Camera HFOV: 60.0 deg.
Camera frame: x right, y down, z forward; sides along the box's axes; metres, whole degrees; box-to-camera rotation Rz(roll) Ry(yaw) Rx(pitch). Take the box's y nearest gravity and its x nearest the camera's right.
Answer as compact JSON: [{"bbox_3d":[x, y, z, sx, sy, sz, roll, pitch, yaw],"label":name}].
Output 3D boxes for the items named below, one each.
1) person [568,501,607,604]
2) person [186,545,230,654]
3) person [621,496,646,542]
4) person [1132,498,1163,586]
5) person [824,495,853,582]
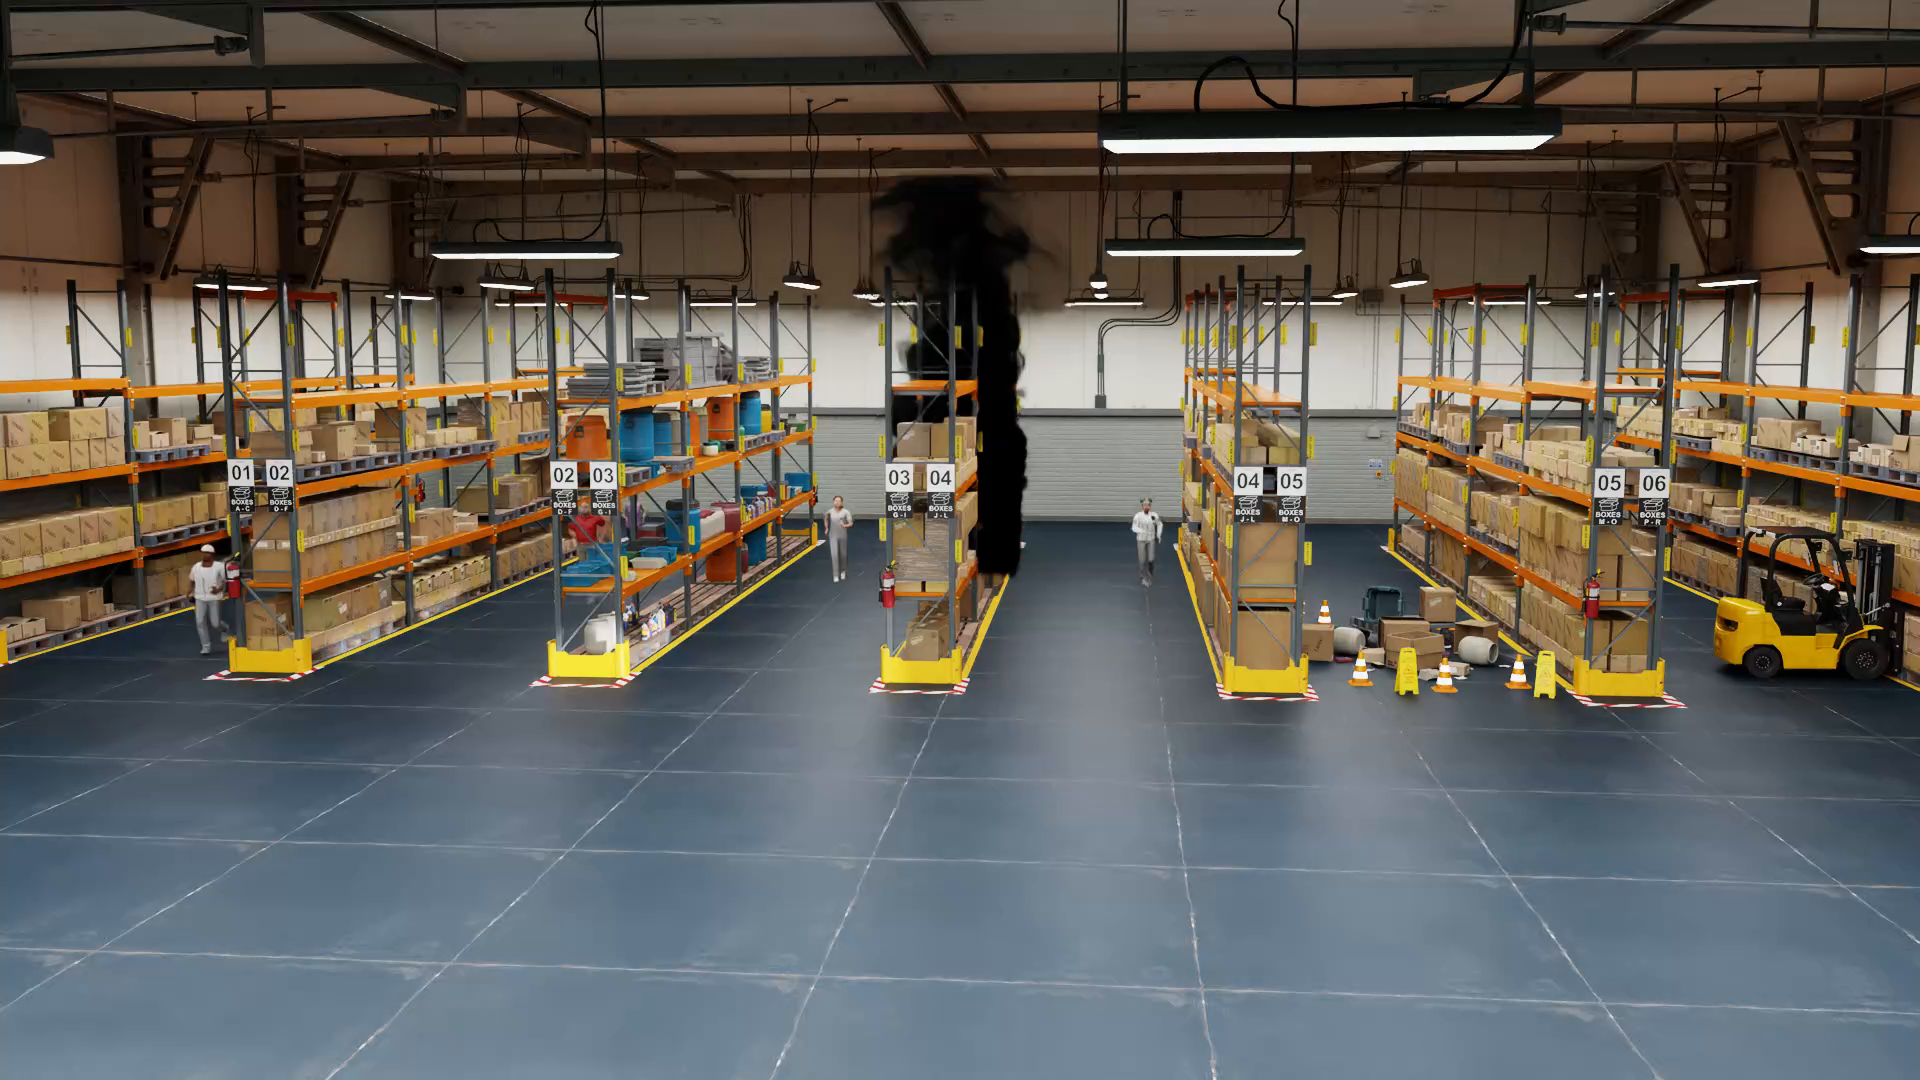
[{"bbox_3d":[-6.806,0.215,30.286,0.645,1.840,0.770,1,7,8],"label":"person"},{"bbox_3d":[-11.976,0.933,26.528,0.707,1.723,0.753,0,7,-2],"label":"person"},{"bbox_3d":[-7.276,-0.275,37.038,0.530,1.602,0.664,0,7,-2],"label":"person"},{"bbox_3d":[3.567,0.039,31.669,0.590,1.699,0.615,1,7,5],"label":"person"},{"bbox_3d":[-2.369,-0.033,32.281,0.575,1.670,0.848,0,7,0],"label":"person"}]
